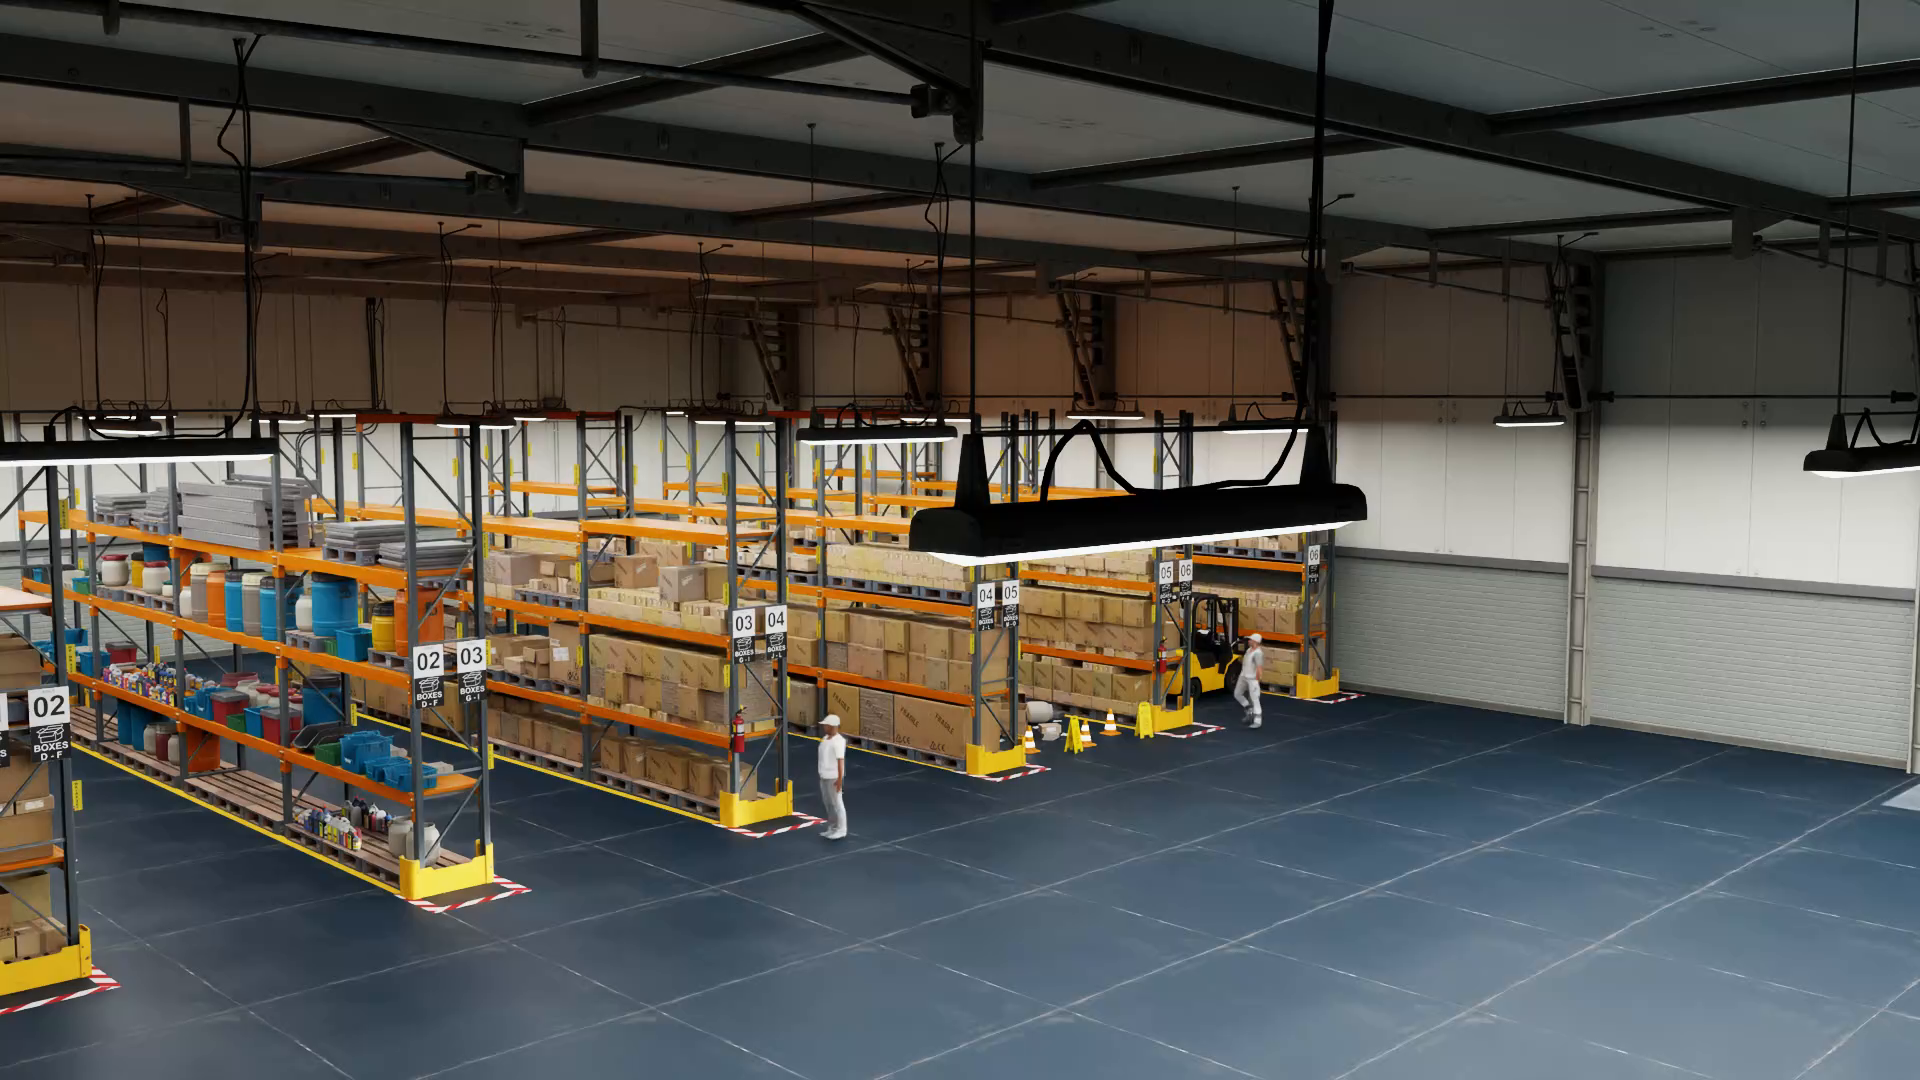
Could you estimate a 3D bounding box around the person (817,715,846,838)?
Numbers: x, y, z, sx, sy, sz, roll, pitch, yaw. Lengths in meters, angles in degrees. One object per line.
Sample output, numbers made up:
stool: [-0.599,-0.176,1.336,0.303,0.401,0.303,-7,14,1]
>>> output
person: [-1.816,3.393,23.776,0.376,1.799,0.675,-3,6,-29]

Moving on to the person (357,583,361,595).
person: [-14.616,1.946,40.502,0.652,1.798,0.451,-3,6,-29]

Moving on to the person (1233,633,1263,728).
person: [5.561,2.663,31.826,0.418,1.785,0.651,-3,6,-29]
